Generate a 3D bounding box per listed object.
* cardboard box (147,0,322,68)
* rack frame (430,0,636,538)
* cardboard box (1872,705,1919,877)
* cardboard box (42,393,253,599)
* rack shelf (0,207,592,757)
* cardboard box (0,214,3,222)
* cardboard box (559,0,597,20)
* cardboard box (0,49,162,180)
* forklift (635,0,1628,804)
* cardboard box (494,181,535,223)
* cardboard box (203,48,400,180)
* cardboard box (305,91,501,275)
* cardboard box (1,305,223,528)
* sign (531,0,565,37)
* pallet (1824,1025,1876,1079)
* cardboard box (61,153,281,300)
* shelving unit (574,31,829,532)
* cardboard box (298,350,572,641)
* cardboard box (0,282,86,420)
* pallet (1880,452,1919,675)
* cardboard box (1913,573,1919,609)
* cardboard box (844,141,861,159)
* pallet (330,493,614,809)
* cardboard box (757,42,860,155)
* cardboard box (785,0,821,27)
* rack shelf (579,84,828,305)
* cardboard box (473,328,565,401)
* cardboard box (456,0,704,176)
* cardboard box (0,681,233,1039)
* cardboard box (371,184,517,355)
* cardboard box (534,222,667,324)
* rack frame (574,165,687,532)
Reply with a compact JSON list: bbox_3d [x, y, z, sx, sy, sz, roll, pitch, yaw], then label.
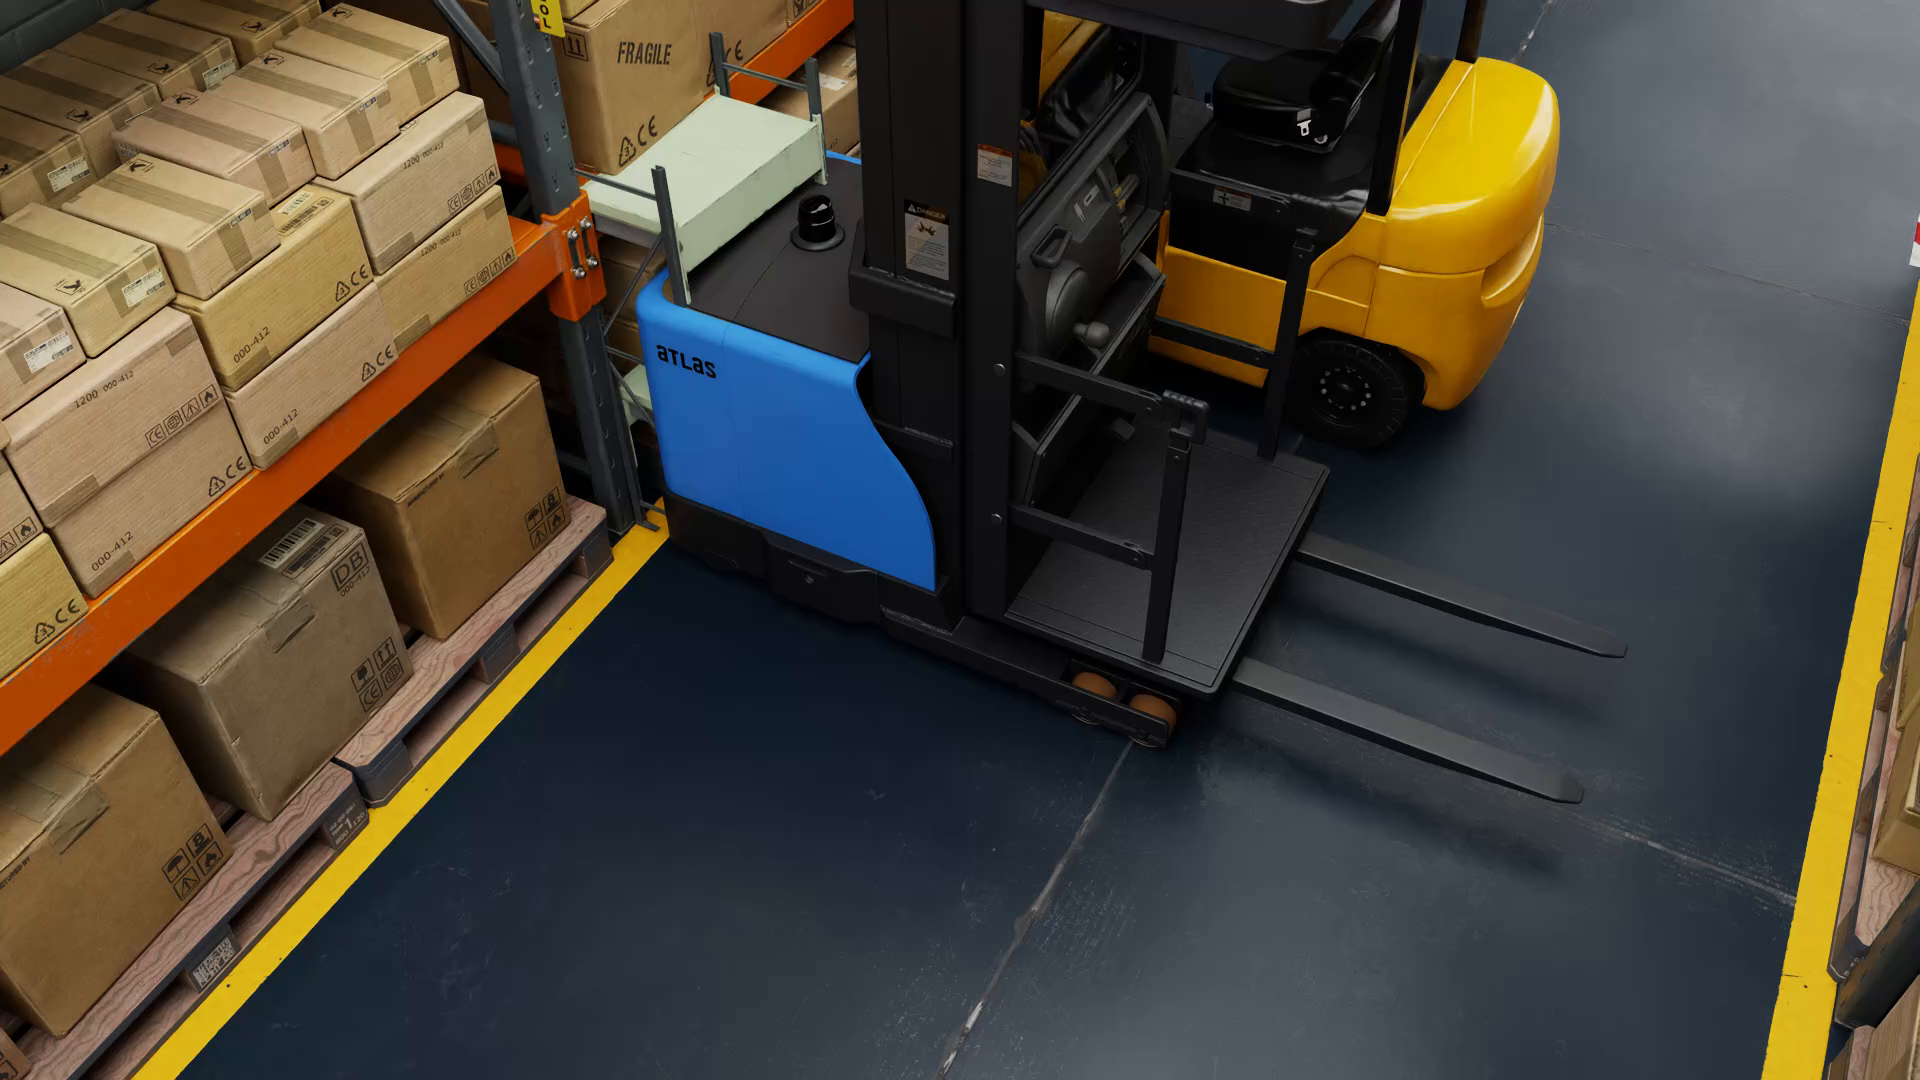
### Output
[{"bbox_3d":[-1.937,-1.378,4.477,0.380,0.149,0.250,19,48,18],"label":"cardboard box"},{"bbox_3d":[-1.584,-1.266,4.892,1.000,3.000,0.127,20,49,19],"label":"rack frame"},{"bbox_3d":[2.851,0.729,4.559,0.500,0.250,0.500,23,50,21],"label":"cardboard box"},{"bbox_3d":[-2.072,-0.188,3.932,0.500,0.250,0.500,21,49,19],"label":"cardboard box"},{"bbox_3d":[-2.512,0.247,3.903,1.077,0.370,4.000,20,49,19],"label":"rack shelf"},{"bbox_3d":[-2.463,-0.753,3.859,0.380,0.149,0.250,20,49,19],"label":"cardboard box"},{"bbox_3d":[-1.203,-1.643,4.738,0.380,0.149,0.250,20,49,18],"label":"cardboard box"},{"bbox_3d":[-2.224,-1.069,4.172,0.380,0.149,0.250,20,49,19],"label":"cardboard box"},{"bbox_3d":[0.556,-0.829,4.508,3.031,2.935,1.130,20,49,19],"label":"forklift"},{"bbox_3d":[-1.526,-1.172,5.734,0.500,0.250,0.500,21,49,20],"label":"cardboard box"},{"bbox_3d":[-1.649,-1.072,4.174,0.380,0.149,0.250,20,49,18],"label":"cardboard box"},{"bbox_3d":[-1.585,-0.995,4.378,0.500,0.250,0.500,19,48,18],"label":"cardboard box"},{"bbox_3d":[-2.060,-0.348,3.739,0.500,0.250,0.500,21,49,20],"label":"cardboard box"},{"bbox_3d":[-1.098,-1.472,4.337,0.100,0.325,0.005,20,49,19],"label":"sign"},{"bbox_3d":[2.455,1.842,3.781,1.003,0.211,1.213,20,49,19],"label":"pallet"},{"bbox_3d":[-1.814,-0.725,3.832,0.380,0.149,0.250,19,48,18],"label":"cardboard box"},{"bbox_3d":[-0.781,-0.762,5.428,0.431,1.500,0.755,22,48,24],"label":"shelving unit"},{"bbox_3d":[-1.816,-0.246,5.259,0.875,0.625,0.625,23,50,21],"label":"cardboard box"},{"bbox_3d":[-2.112,-0.426,3.535,0.380,0.149,0.250,21,49,19],"label":"cardboard box"},{"bbox_3d":[3.660,0.145,5.458,1.003,0.211,1.213,20,49,19],"label":"pallet"},{"bbox_3d":[3.330,0.071,5.209,0.500,0.250,0.500,21,49,20],"label":"cardboard box"},{"bbox_3d":[-0.610,-1.456,6.367,0.500,0.250,0.500,20,49,19],"label":"cardboard box"},{"bbox_3d":[-1.891,0.192,5.412,1.003,0.211,1.213,20,49,19],"label":"pallet"},{"bbox_3d":[-0.614,-1.635,6.192,0.500,0.250,0.500,22,49,20],"label":"cardboard box"},{"bbox_3d":[-0.685,-2.147,5.693,0.500,0.500,0.500,20,49,19],"label":"cardboard box"},{"bbox_3d":[-0.792,-1.048,5.163,0.431,0.370,0.720,22,48,24],"label":"rack shelf"},{"bbox_3d":[-1.537,-0.819,6.089,0.500,0.250,0.500,21,49,19],"label":"cardboard box"},{"bbox_3d":[-1.146,-1.494,5.047,0.500,0.500,0.500,19,48,18],"label":"cardboard box"},{"bbox_3d":[-2.530,0.714,4.309,0.875,0.625,0.625,19,48,17],"label":"cardboard box"},{"bbox_3d":[-1.586,-0.809,4.546,0.500,0.250,0.500,22,49,20],"label":"cardboard box"},{"bbox_3d":[-1.081,-0.999,5.564,0.500,0.250,0.500,20,49,18],"label":"cardboard box"},{"bbox_3d":[-0.973,-0.546,5.204,0.400,1.500,0.023,22,48,24],"label":"rack frame"}]
